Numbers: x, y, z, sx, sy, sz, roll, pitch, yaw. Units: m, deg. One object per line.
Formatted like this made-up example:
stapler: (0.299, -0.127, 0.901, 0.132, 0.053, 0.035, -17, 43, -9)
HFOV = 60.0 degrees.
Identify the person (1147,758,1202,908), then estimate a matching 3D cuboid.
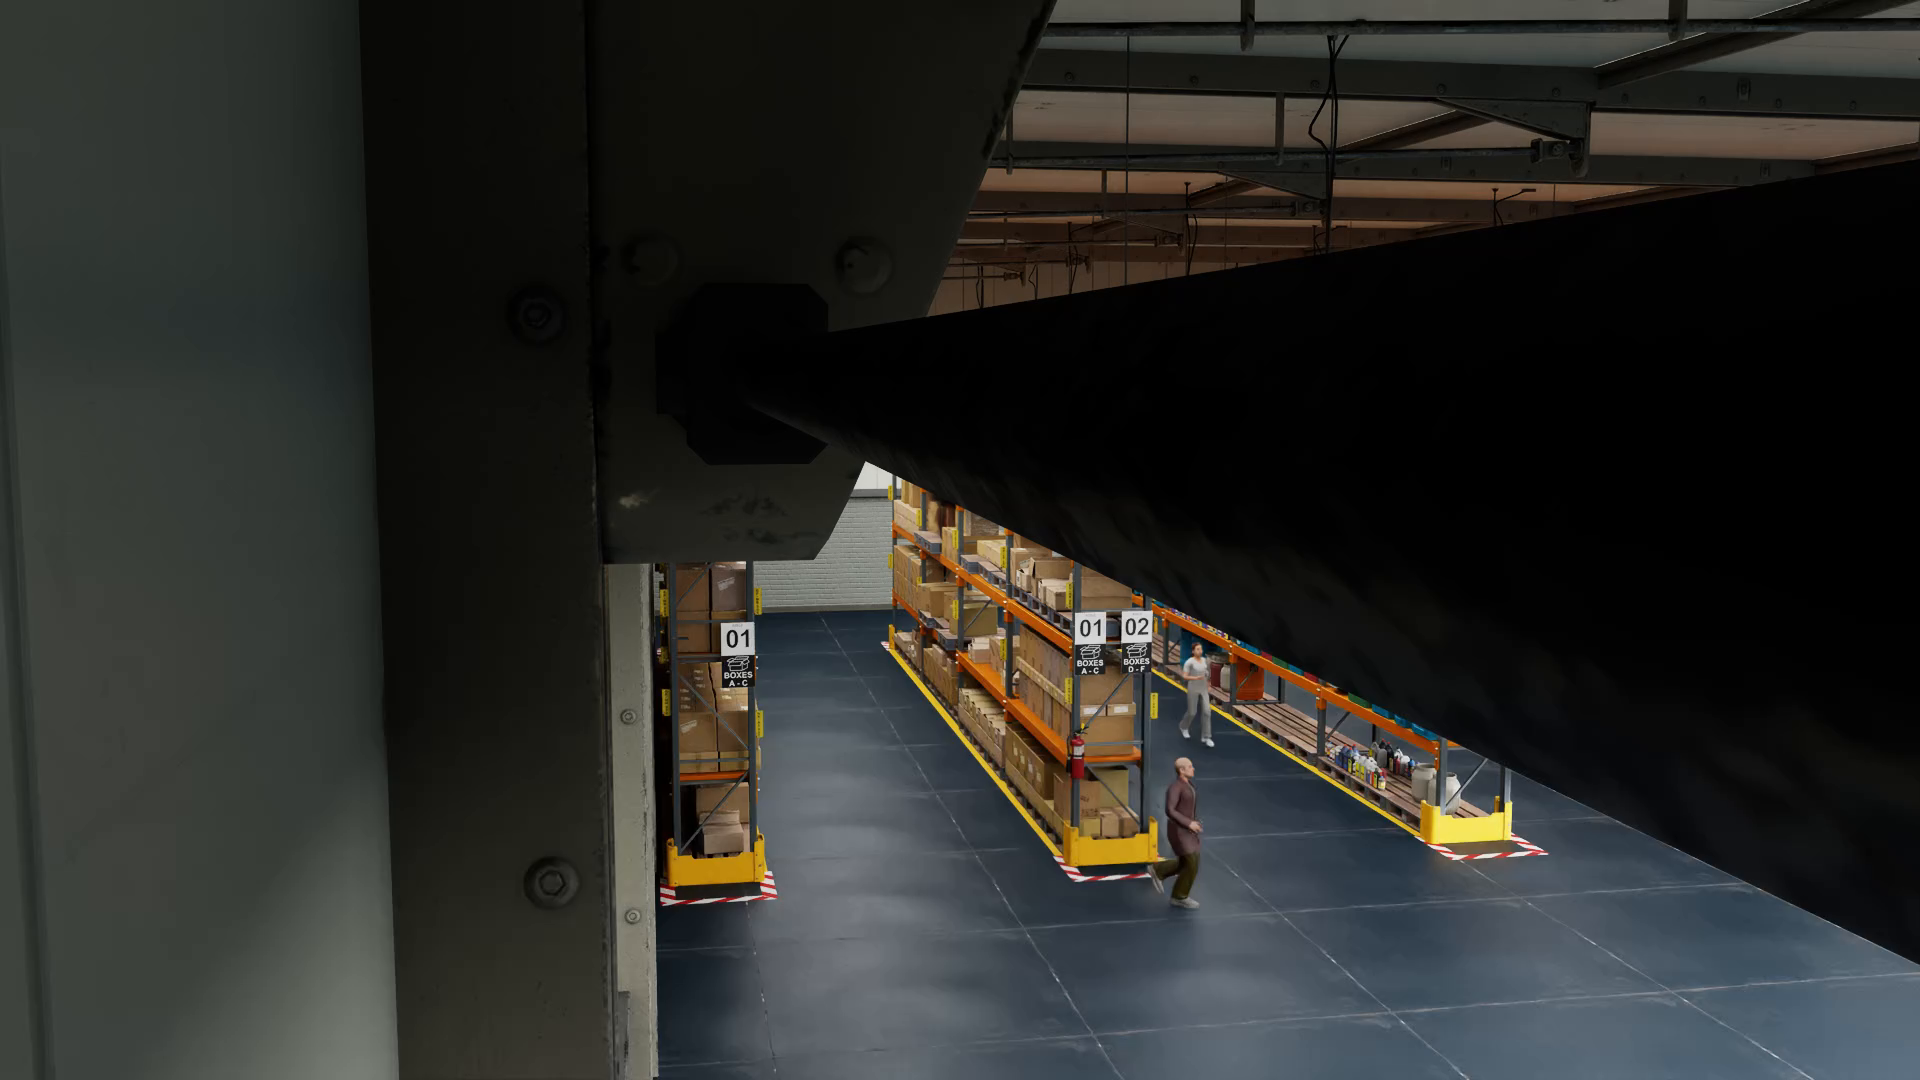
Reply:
person: (2.522, 3.390, 19.415, 0.690, 1.741, 0.760, 2, 7, 19)

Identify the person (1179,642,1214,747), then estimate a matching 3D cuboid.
person: (3.912, 2.506, 27.416, 0.570, 1.664, 0.908, -3, 7, -23)
